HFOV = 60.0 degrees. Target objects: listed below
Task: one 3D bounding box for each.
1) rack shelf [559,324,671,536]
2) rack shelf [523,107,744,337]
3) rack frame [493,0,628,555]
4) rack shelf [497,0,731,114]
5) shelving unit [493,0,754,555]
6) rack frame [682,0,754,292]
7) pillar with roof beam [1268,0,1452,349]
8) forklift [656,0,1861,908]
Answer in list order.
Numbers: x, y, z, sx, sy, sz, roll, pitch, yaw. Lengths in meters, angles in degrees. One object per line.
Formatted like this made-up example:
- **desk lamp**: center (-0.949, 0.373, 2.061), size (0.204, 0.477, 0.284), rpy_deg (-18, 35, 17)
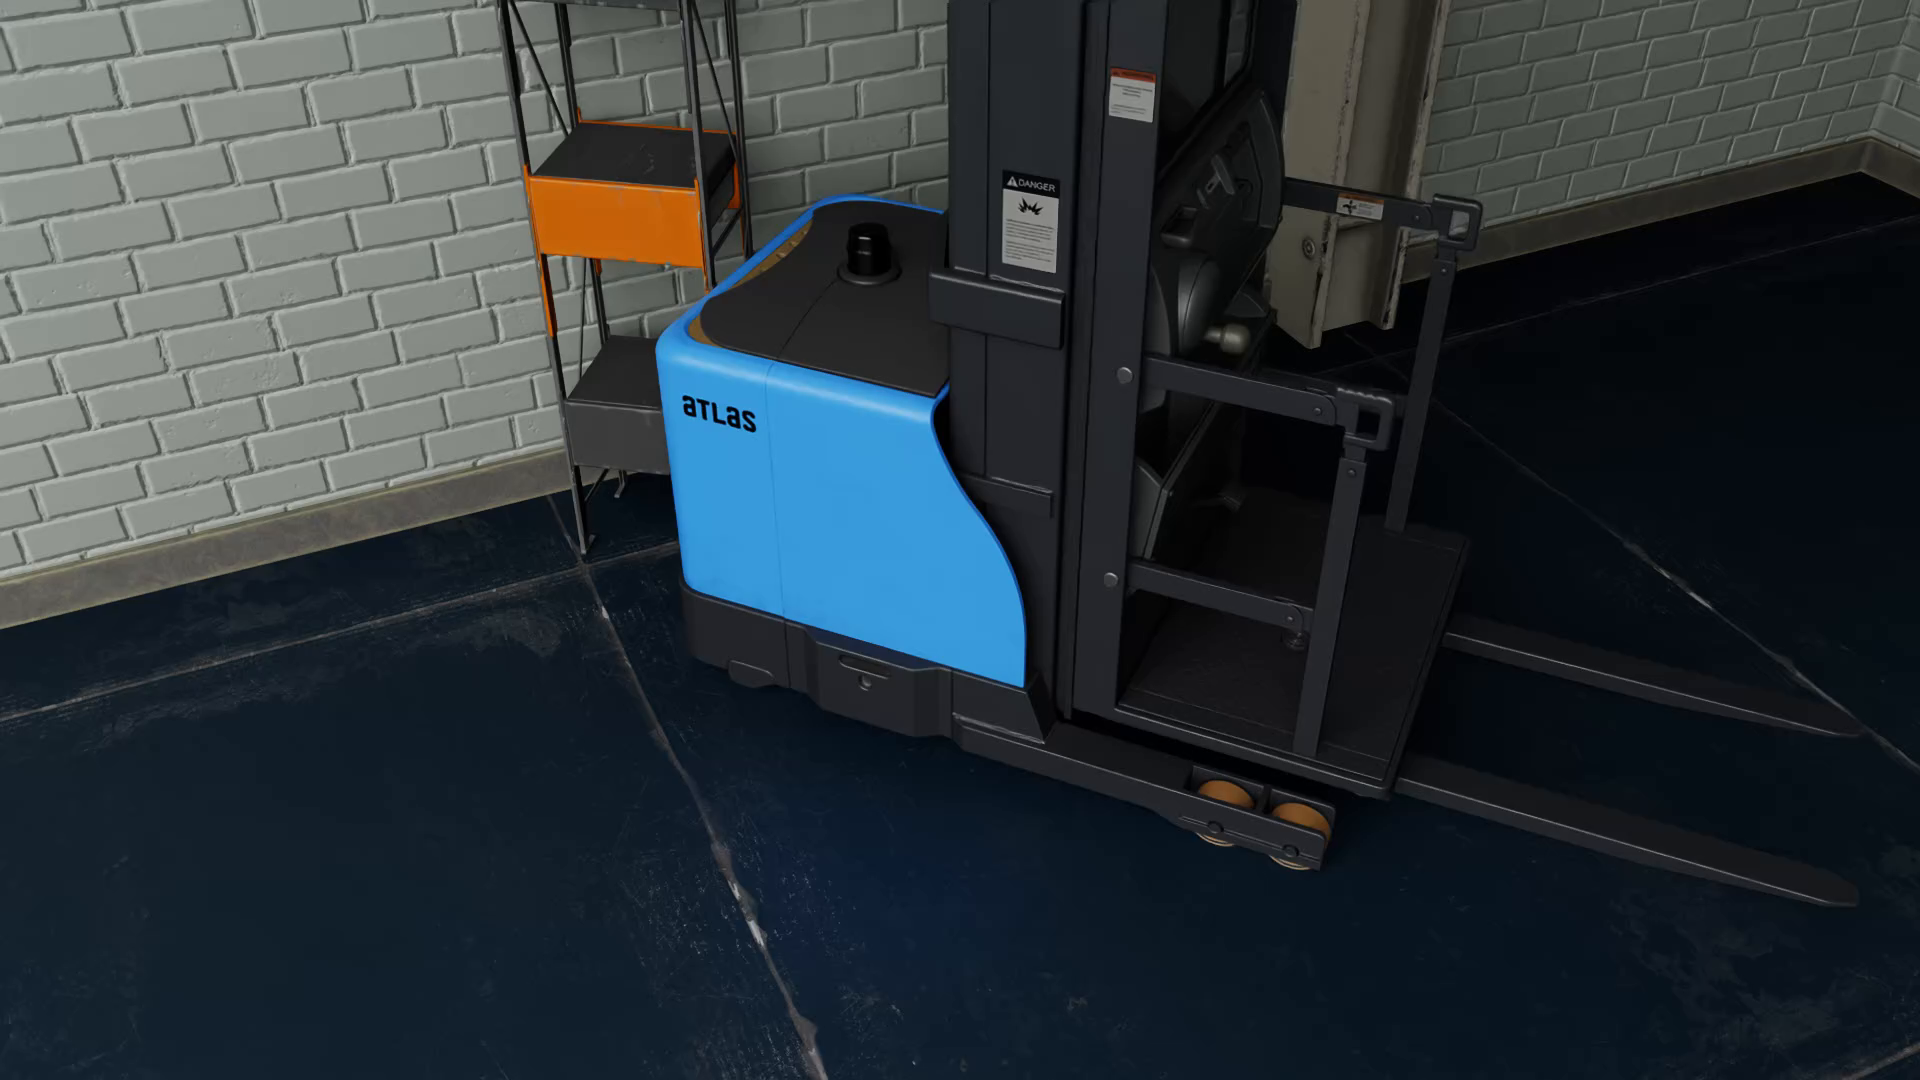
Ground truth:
- **rack shelf**: center (-0.895, -0.316, 5.108), size (0.480, 0.518, 0.431), rpy_deg (6, 37, 8)
- **rack shelf**: center (-0.889, -0.878, 4.690), size (0.480, 0.518, 0.431), rpy_deg (6, 37, 8)
- **rack frame**: center (-1.129, -0.915, 4.714), size (0.015, 2.100, 0.400), rpy_deg (6, 37, 8)
- **rack shelf**: center (-0.883, -1.439, 4.272), size (0.480, 0.518, 0.431), rpy_deg (6, 37, 8)
- **shelving unit**: center (-0.889, -0.889, 4.682), size (0.503, 2.100, 0.431), rpy_deg (6, 37, 8)
- **rack frame**: center (-0.648, -0.862, 4.650), size (0.015, 2.100, 0.400), rpy_deg (6, 37, 8)
- **pillar with roof beam**: center (3.245, -2.138, 0.579), size (0.400, 9.000, 9.100), rpy_deg (-16, 39, -20)
- **forklift**: center (0.783, -0.719, 3.759), size (3.031, 2.935, 1.130), rpy_deg (15, 39, 19)
